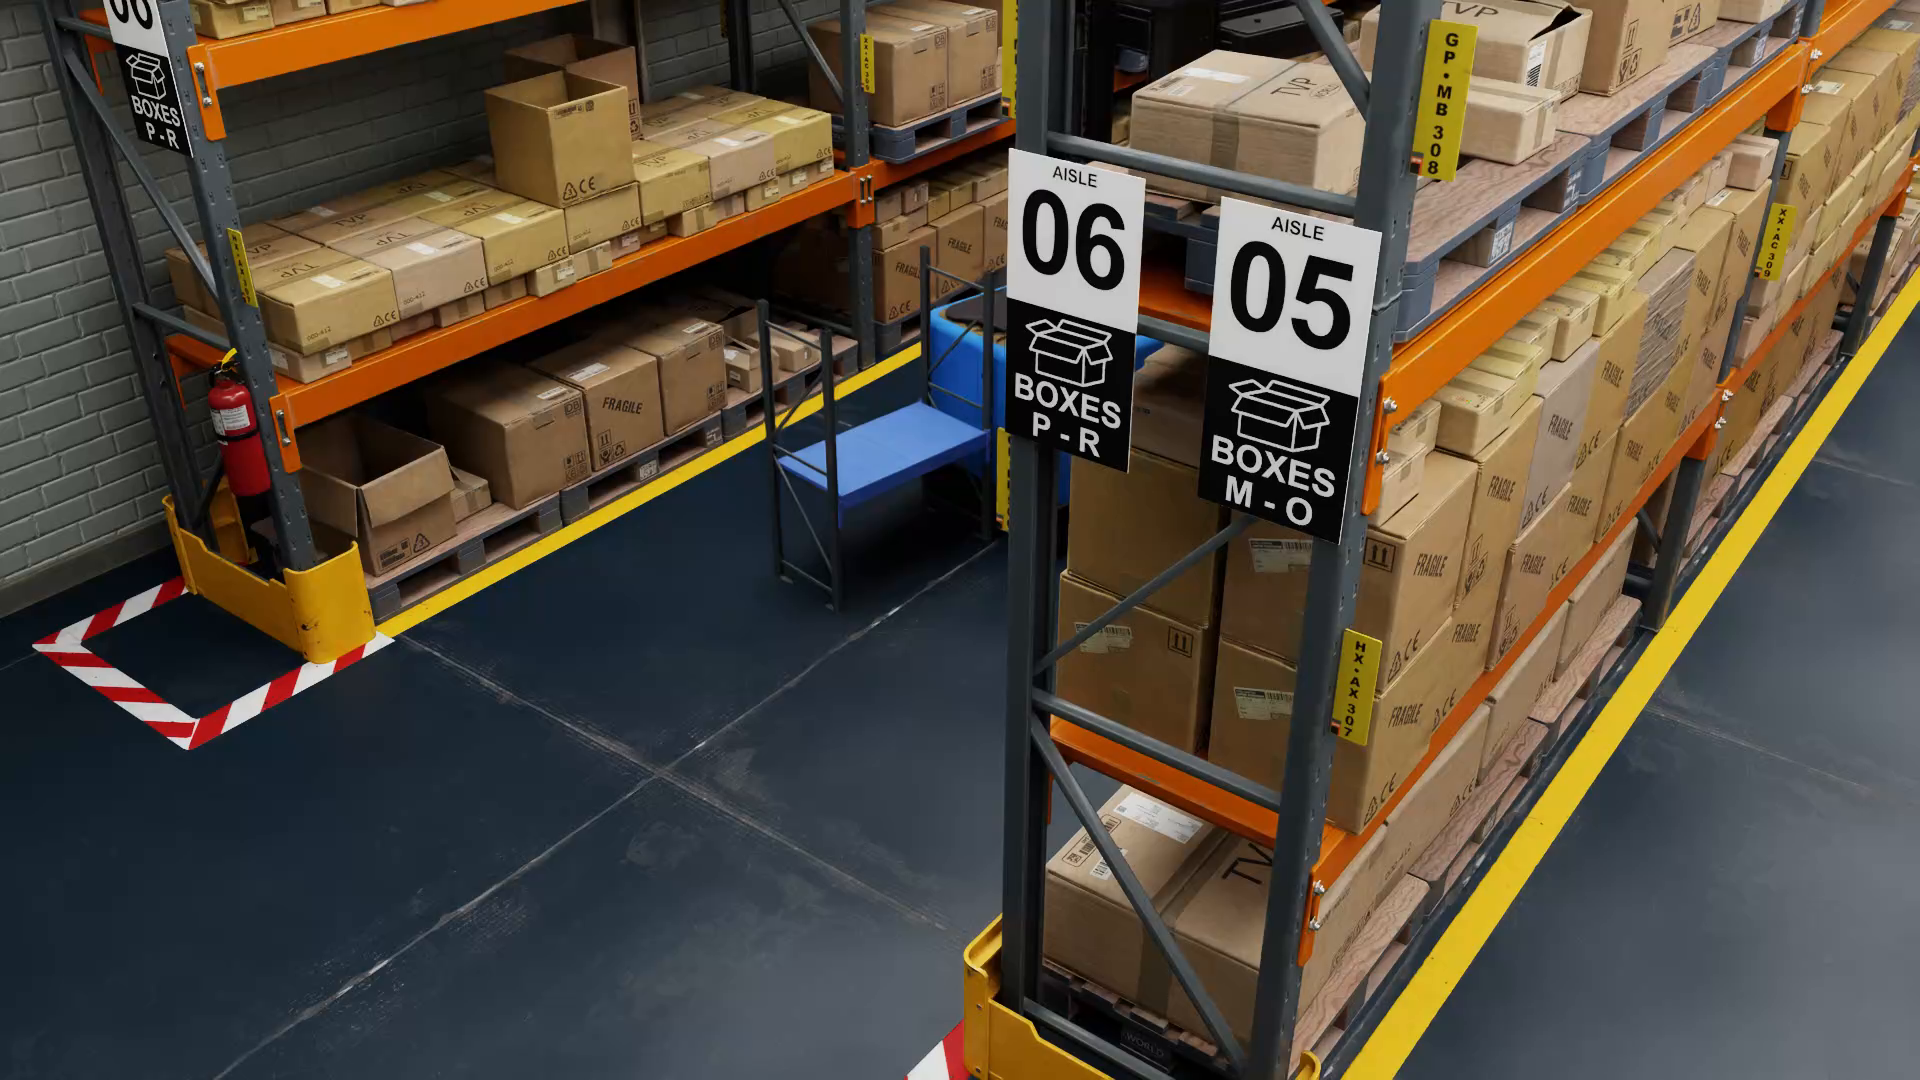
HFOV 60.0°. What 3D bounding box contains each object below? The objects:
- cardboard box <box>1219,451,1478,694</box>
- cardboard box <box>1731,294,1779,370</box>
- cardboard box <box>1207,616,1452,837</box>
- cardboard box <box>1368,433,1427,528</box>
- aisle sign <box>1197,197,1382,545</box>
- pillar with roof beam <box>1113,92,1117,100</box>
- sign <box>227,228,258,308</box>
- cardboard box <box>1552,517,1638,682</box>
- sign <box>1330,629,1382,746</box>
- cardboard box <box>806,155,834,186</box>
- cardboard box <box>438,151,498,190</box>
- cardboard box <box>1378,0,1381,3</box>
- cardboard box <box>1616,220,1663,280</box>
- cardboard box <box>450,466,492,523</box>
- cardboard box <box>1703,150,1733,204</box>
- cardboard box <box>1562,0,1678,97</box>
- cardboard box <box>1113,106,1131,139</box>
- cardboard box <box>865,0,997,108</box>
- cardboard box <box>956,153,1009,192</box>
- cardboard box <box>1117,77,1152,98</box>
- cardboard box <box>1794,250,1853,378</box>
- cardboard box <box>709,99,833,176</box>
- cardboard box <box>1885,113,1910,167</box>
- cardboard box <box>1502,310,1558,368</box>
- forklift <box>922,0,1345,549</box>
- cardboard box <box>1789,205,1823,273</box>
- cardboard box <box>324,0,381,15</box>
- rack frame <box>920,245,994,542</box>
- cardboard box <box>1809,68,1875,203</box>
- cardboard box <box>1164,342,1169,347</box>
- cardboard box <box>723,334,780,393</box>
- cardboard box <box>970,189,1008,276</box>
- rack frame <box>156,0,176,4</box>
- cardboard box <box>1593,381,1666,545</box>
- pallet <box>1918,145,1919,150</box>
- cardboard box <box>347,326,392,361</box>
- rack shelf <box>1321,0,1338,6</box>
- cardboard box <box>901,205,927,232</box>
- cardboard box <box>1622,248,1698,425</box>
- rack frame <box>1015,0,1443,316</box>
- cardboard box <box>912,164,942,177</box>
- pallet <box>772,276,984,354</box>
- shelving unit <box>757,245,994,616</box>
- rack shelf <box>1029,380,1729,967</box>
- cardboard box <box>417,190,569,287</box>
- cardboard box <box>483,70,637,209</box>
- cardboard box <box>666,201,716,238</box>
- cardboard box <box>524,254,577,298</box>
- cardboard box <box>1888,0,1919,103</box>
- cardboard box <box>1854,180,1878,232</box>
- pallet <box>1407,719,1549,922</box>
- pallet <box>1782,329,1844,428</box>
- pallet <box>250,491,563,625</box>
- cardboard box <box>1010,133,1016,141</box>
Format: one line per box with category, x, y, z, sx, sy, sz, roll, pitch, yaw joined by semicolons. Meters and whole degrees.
cardboard box;1.087;0.031;4.677;0.500;0.500;0.500;20;36;30
cardboard box;3.461;-1.047;7.722;0.500;0.250;0.500;20;36;30
cardboard box;1.089;0.462;4.930;0.500;0.500;0.500;21;36;31
cardboard box;1.005;-0.200;4.430;0.380;0.149;0.250;22;37;32
aisle sign;0.758;-0.388;3.913;0.394;0.787;0.004;21;37;31
pillar with roof beam;4.941;-6.229;10.435;9.100;9.000;0.400;21;37;31
sign;-2.956;-1.120;6.849;0.100;0.325;0.005;21;37;31
cardboard box;2.520;0.129;7.691;0.875;0.438;0.875;21;36;31
sign;1.009;0.378;4.243;0.100;0.325;0.005;21;37;31
cardboard box;-0.966;-2.225;9.809;0.380;0.149;0.250;22;37;32
cardboard box;-2.392;-1.868;8.815;0.500;0.250;0.500;21;37;31
cardboard box;4.397;-5.320;16.089;0.500;0.250;0.500;21;36;31
cardboard box;2.231;-1.043;5.853;0.380;0.149;0.250;20;36;30
cardboard box;-2.657;-0.249;8.612;0.380;0.149;0.250;20;36;29
cardboard box;2.807;-1.470;6.573;0.380;0.149;0.250;22;37;32
cardboard box;1.907;-1.719;5.158;0.500;0.500;0.500;22;37;32
cardboard box;1.204;-3.151;12.529;0.380;0.149;0.250;19;36;29
cardboard box;-0.192;-3.102;10.533;0.700;0.500;0.500;22;37;32
cardboard box;0.192;-2.539;11.495;0.380;0.149;0.250;23;37;33
cardboard box;1.827;-3.575;13.757;0.875;0.625;0.625;22;37;33
cardboard box;4.916;-1.652;10.267;0.875;0.875;0.875;21;36;31
cardboard box;-1.088;-2.322;9.581;0.500;0.250;0.500;22;37;32
cardboard box;5.003;-2.306;9.356;0.500;0.250;0.500;20;36;30
cardboard box;1.616;-0.634;5.163;0.380;0.149;0.250;22;37;32
forklift;1.244;-1.818;8.943;3.031;2.935;1.130;-23;38;-33
cardboard box;3.768;-1.477;7.958;0.500;0.250;0.500;22;37;32
cardboard box;-2.706;-2.368;7.109;0.380;0.149;0.250;21;37;32
rack frame;-0.018;-0.731;8.512;0.032;1.500;0.500;-26;39;-36
cardboard box;4.070;-1.996;8.097;0.500;0.500;0.500;20;36;30
cardboard box;0.850;-0.589;5.088;0.380;0.149;0.250;21;36;31
cardboard box;-1.292;-1.083;9.905;0.396;0.266;0.258;23;37;33
cardboard box;0.115;-2.194;11.550;0.500;0.500;0.500;20;36;30
rack frame;-3.389;-3.495;5.821;1.000;3.000;0.127;21;37;31
cardboard box;2.311;-0.370;6.335;0.500;0.500;0.500;21;36;31
pallet;5.745;-2.880;10.856;1.213;0.211;1.003;21;37;31
cardboard box;-2.855;-0.973;7.696;0.380;0.149;0.250;22;37;32
rack shelf;2.647;-4.670;14.393;1.077;0.370;4.000;21;37;31
cardboard box;-0.440;-2.125;10.797;0.380;0.149;0.250;20;36;30
cardboard box;2.308;-0.797;6.074;0.500;0.500;0.500;22;37;32
rack frame;0.570;-1.969;3.246;1.000;3.000;0.127;21;37;31
cardboard box;-0.345;-2.581;11.566;0.380;0.149;0.250;22;37;33
pallet;-0.514;-1.683;11.383;1.003;0.211;1.213;21;37;31
shelving unit;-0.386;-0.552;8.210;1.048;1.500;0.538;-26;39;-36
rack shelf;1.778;0.108;6.331;1.077;0.370;4.000;21;37;31
cardboard box;-2.293;-1.491;8.180;0.500;0.250;0.500;20;36;30
cardboard box;-1.995;-2.012;8.322;0.500;0.500;0.500;22;37;32
cardboard box;-1.555;-1.789;9.072;0.380;0.149;0.250;21;36;31
cardboard box;-2.155;-1.364;8.356;0.380;0.149;0.250;20;36;30
cardboard box;5.296;-2.823;9.492;0.500;0.500;0.500;20;36;30
cardboard box;4.689;-1.878;9.124;0.500;0.250;0.500;21;36;31
pallet;1.728;0.968;6.909;1.003;0.211;1.213;21;37;31
pallet;4.864;-1.143;10.472;1.003;0.211;1.213;21;37;31
pallet;-2.863;-0.070;8.661;1.003;0.211;1.213;21;37;31
cardboard box;0.252;-3.006;12.284;0.380;0.149;0.250;20;36;30
